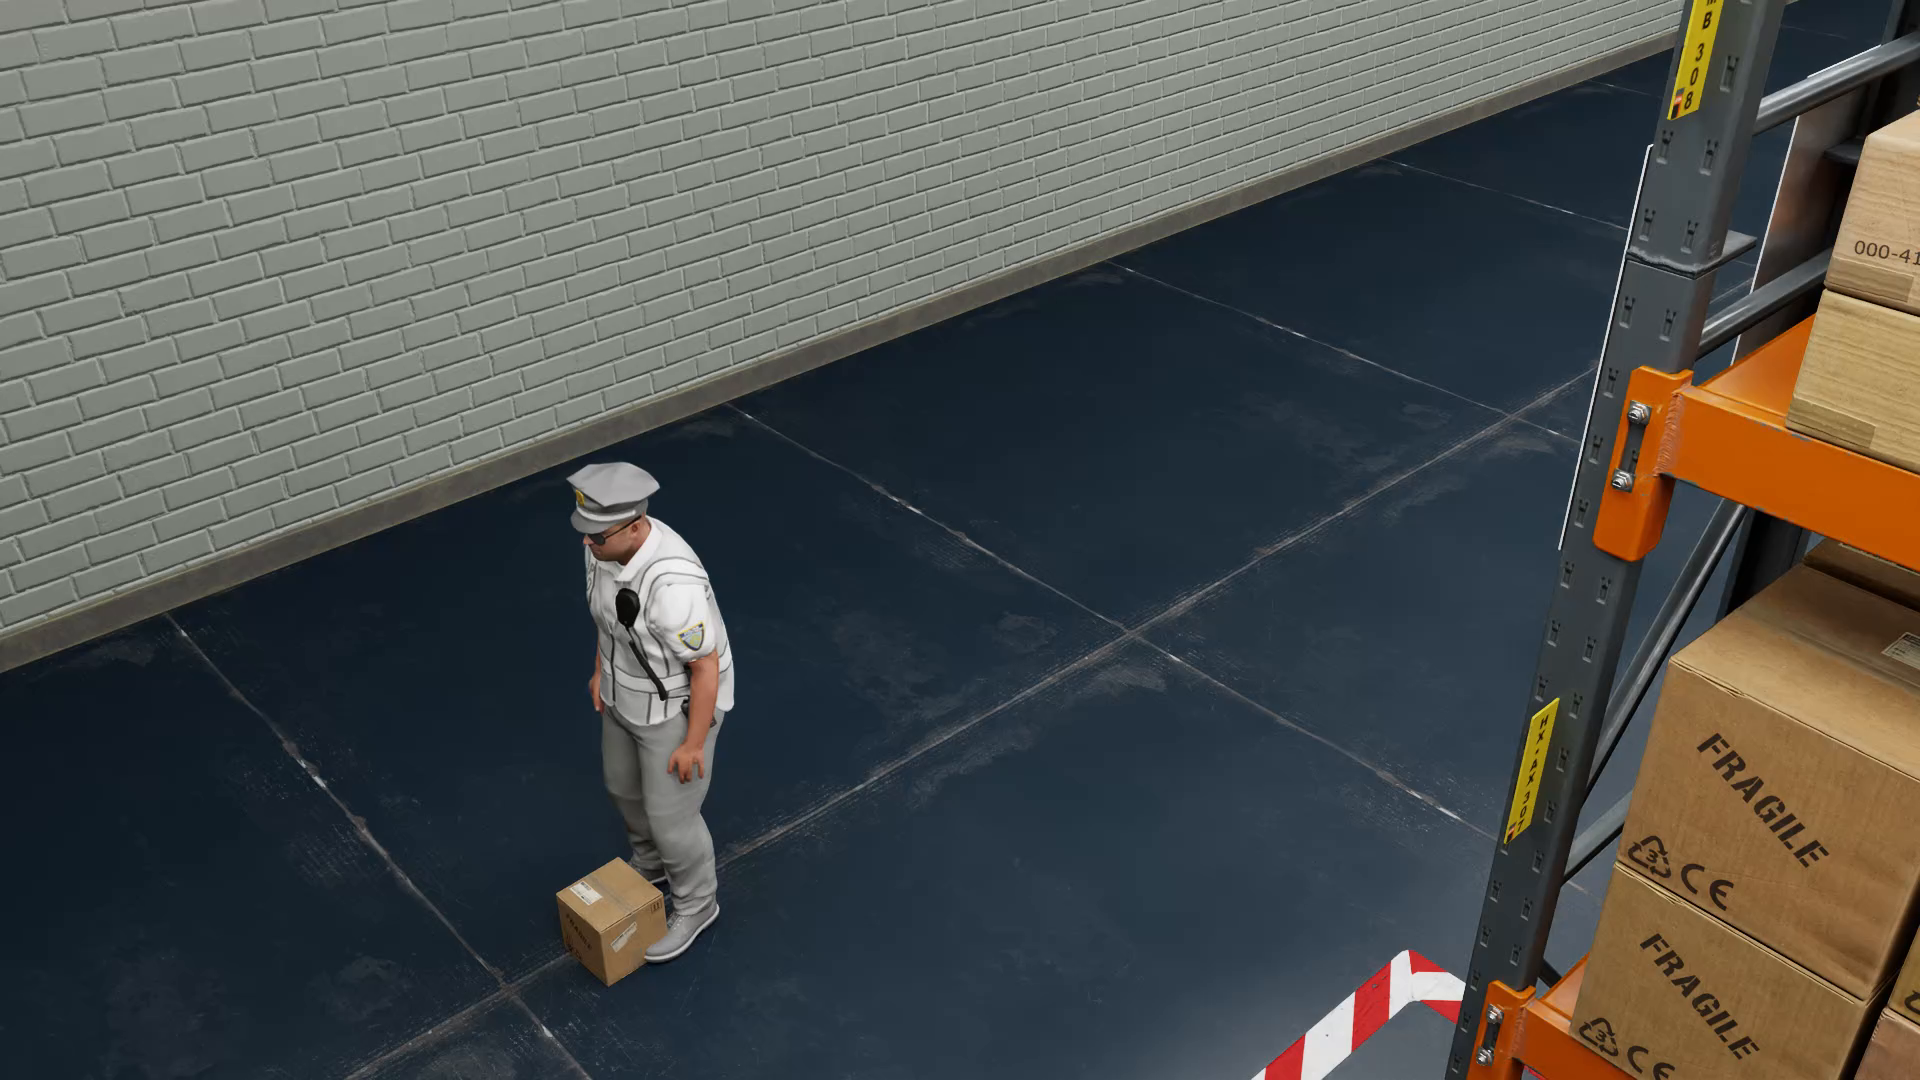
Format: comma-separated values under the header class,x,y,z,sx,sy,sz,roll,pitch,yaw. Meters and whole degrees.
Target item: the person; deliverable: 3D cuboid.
class,x,y,z,sx,sy,sz,roll,pitch,yaw
person,-0.970,0.523,5.275,0.468,1.748,0.586,-26,40,-35
